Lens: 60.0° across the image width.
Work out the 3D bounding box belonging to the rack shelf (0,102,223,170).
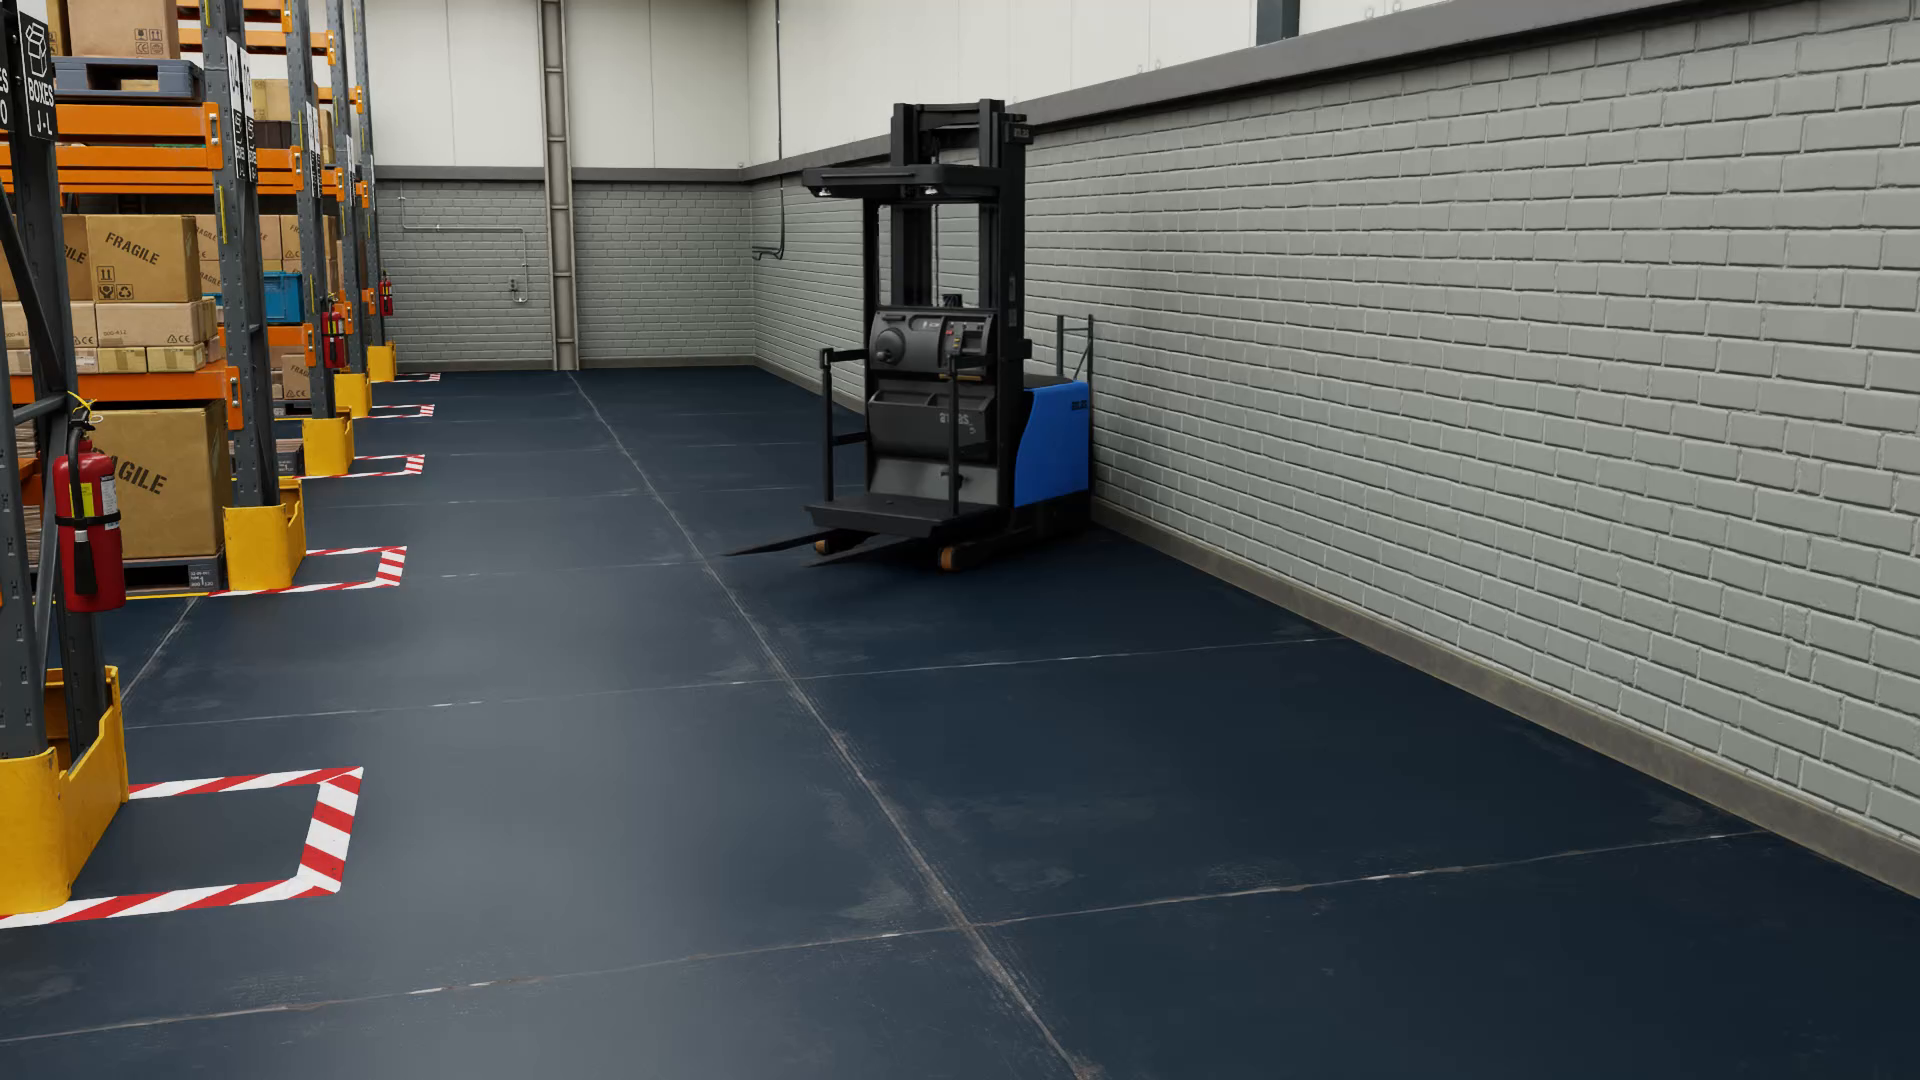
[{"bbox_3d":[-6.290,-2.297,9.438,4.000,0.370,1.077,-3,11,-16],"label":"rack shelf"}]

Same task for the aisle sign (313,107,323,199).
[{"bbox_3d":[-5.768,-3.471,14.936,0.004,0.787,0.394,-3,11,-16],"label":"aisle sign"}]

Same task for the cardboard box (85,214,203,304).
[{"bbox_3d":[-4.764,-1.647,9.731,0.500,0.500,0.500,-3,11,-15],"label":"cardboard box"}]

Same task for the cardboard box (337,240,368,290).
[{"bbox_3d":[-9.010,-3.980,24.050,0.700,0.700,0.980,-3,11,-13],"label":"cardboard box"}]

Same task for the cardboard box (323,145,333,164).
[{"bbox_3d":[-9.152,-5.433,23.469,0.500,0.250,0.500,-3,11,-14],"label":"cardboard box"}]

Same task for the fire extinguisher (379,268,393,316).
[{"bbox_3d":[-8.249,-3.566,23.873,0.183,0.674,0.296,-3,11,-16],"label":"fire extinguisher"}]

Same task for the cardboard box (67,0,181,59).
[{"bbox_3d":[-4.854,-3.021,9.673,0.500,0.500,0.700,-4,11,-19],"label":"cardboard box"}]

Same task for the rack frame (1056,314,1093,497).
[{"bbox_3d":[0.836,-0.889,12.149,0.032,1.500,0.500,6,11,33],"label":"rack frame"}]

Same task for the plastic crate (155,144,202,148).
[{"bbox_3d":[-6.621,-3.409,14.078,0.336,0.188,0.450,-3,11,-16],"label":"plastic crate"}]

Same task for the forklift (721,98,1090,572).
[{"bbox_3d":[-0.307,-1.334,10.699,1.130,2.935,3.031,7,12,33],"label":"forklift"}]

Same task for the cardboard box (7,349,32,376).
[{"bbox_3d":[-5.351,-1.039,9.599,0.250,0.149,0.380,-3,11,-15],"label":"cardboard box"}]

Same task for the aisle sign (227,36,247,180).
[{"bbox_3d":[-4.216,-2.506,9.696,0.004,0.787,0.394,-3,11,-16],"label":"aisle sign"}]

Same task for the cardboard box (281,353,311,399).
[{"bbox_3d":[-7.588,-1.915,19.354,0.500,0.500,0.500,-3,11,-16],"label":"cardboard box"}]

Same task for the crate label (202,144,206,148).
[{"bbox_3d":[-6.730,-3.549,14.665,0.502,0.251,0.408,-3,11,-16],"label":"crate label"}]

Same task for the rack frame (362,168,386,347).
[{"bbox_3d":[-8.523,-3.860,24.226,0.127,3.000,1.000,-3,11,-16],"label":"rack frame"}]

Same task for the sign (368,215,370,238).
[{"bbox_3d":[-8.385,-4.450,23.584,0.005,0.325,0.100,-3,11,-16],"label":"sign"}]

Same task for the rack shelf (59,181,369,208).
[{"bbox_3d":[-10.443,-4.880,23.470,4.000,0.370,1.077,-3,11,-16],"label":"rack shelf"}]

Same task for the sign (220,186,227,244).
[{"bbox_3d":[-4.231,-1.867,9.552,0.005,0.325,0.100,-3,11,-16],"label":"sign"}]

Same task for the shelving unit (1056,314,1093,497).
[{"bbox_3d":[0.412,-0.934,12.424,1.048,1.500,0.538,6,11,33],"label":"shelving unit"}]

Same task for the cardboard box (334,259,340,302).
[{"bbox_3d":[-7.634,-3.071,19.668,0.500,0.500,0.500,-3,11,-15],"label":"cardboard box"}]

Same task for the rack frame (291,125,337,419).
[{"bbox_3d":[-5.754,-2.137,14.871,0.127,3.000,1.000,-3,11,-16],"label":"rack frame"}]

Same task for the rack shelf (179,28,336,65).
[{"bbox_3d":[-9.055,-5.492,18.522,4.000,0.370,1.077,-3,11,-16],"label":"rack shelf"}]

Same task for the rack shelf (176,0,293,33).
[{"bbox_3d":[-7.674,-4.436,13.880,4.000,0.370,1.077,-3,11,-16],"label":"rack shelf"}]

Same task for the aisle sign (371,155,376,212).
[{"bbox_3d":[-8.370,-5.090,23.728,0.004,0.787,0.394,-3,11,-16],"label":"aisle sign"}]

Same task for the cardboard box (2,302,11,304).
[{"bbox_3d":[-5.736,-1.227,9.518,0.500,0.250,0.500,-3,11,-18],"label":"cardboard box"}]

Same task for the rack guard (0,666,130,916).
[{"bbox_3d":[-3.153,0.824,5.689,0.348,0.500,1.175,-3,11,-16],"label":"rack guard"}]

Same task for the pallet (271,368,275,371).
[{"bbox_3d":[-10.438,-2.373,23.853,1.213,0.211,1.003,-3,11,-16],"label":"pallet"}]

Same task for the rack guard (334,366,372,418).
[{"bbox_3d":[-7.208,-1.765,19.755,0.348,0.500,1.175,-3,11,-16],"label":"rack guard"}]

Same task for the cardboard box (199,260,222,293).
[{"bbox_3d":[-8.466,-2.927,18.883,0.500,0.500,0.500,-3,11,-15],"label":"cardboard box"}]

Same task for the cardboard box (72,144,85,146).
[{"bbox_3d":[-9.478,-4.229,18.362,0.500,0.250,0.500,-3,11,-16],"label":"cardboard box"}]

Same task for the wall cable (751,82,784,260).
[{"bbox_3d":[-2.992,-5.507,25.182,0.112,2.526,3.097,-3,11,-16],"label":"wall cable"}]

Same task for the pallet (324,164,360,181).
[{"bbox_3d":[-9.232,-5.252,23.749,1.213,0.211,1.003,-3,11,-16],"label":"pallet"}]

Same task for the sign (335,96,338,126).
[{"bbox_3d":[-6.999,-4.812,18.669,0.005,0.325,0.100,-3,11,-16],"label":"sign"}]

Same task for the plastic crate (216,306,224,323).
[{"bbox_3d":[-6.486,-1.964,14.495,0.243,0.136,0.396,-3,11,-16],"label":"plastic crate"}]

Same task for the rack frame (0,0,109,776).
[{"bbox_3d":[-3.080,-0.409,5.483,0.127,3.000,1.000,-3,11,-16],"label":"rack frame"}]

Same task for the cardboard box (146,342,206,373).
[{"bbox_3d":[-4.619,-1.078,9.808,0.250,0.149,0.380,-3,11,-15],"label":"cardboard box"}]

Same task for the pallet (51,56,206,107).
[{"bbox_3d":[-5.079,-2.669,9.717,1.213,0.211,1.003,-3,11,-16],"label":"pallet"}]

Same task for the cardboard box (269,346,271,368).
[{"bbox_3d":[-10.130,-2.733,23.851,0.500,0.500,0.700,-3,11,-18],"label":"cardboard box"}]

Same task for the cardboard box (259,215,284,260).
[{"bbox_3d":[-7.970,-3.443,18.929,0.500,0.500,0.500,-3,11,-14],"label":"cardboard box"}]

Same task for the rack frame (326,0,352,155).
[{"bbox_3d":[-7.135,-5.949,19.007,0.127,3.000,1.000,-3,11,-16],"label":"rack frame"}]

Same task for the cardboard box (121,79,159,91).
[{"bbox_3d":[-9.083,-4.922,18.677,0.500,0.500,0.700,-3,11,-16],"label":"cardboard box"}]
